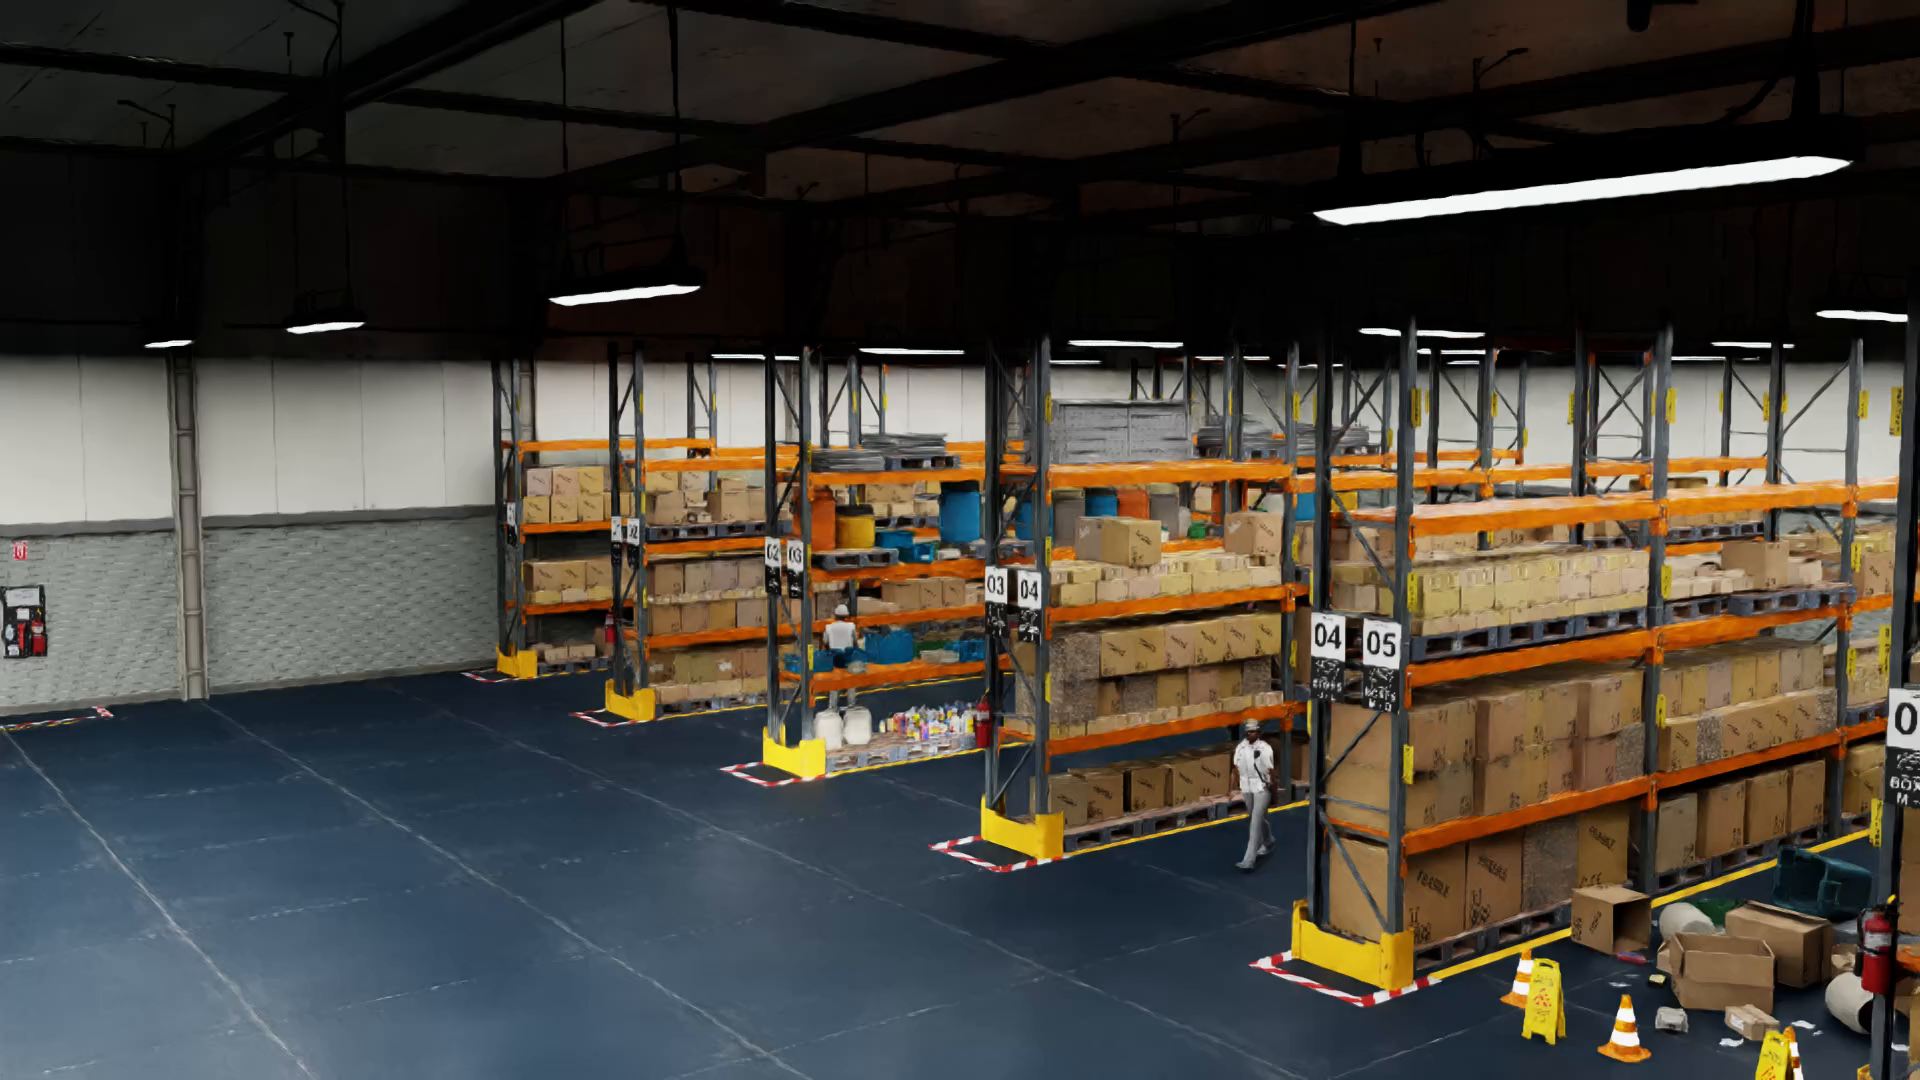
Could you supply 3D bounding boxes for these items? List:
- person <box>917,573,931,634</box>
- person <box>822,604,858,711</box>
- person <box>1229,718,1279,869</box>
[{"bbox_3d":[-0.744,1.398,32.856,0.456,1.762,0.607,2,5,23],"label":"person"},{"bbox_3d":[-1.927,1.914,26.713,0.616,1.785,0.494,-1,5,-8],"label":"person"},{"bbox_3d":[3.223,2.738,18.275,0.996,1.617,0.443,-5,7,-45],"label":"person"}]
